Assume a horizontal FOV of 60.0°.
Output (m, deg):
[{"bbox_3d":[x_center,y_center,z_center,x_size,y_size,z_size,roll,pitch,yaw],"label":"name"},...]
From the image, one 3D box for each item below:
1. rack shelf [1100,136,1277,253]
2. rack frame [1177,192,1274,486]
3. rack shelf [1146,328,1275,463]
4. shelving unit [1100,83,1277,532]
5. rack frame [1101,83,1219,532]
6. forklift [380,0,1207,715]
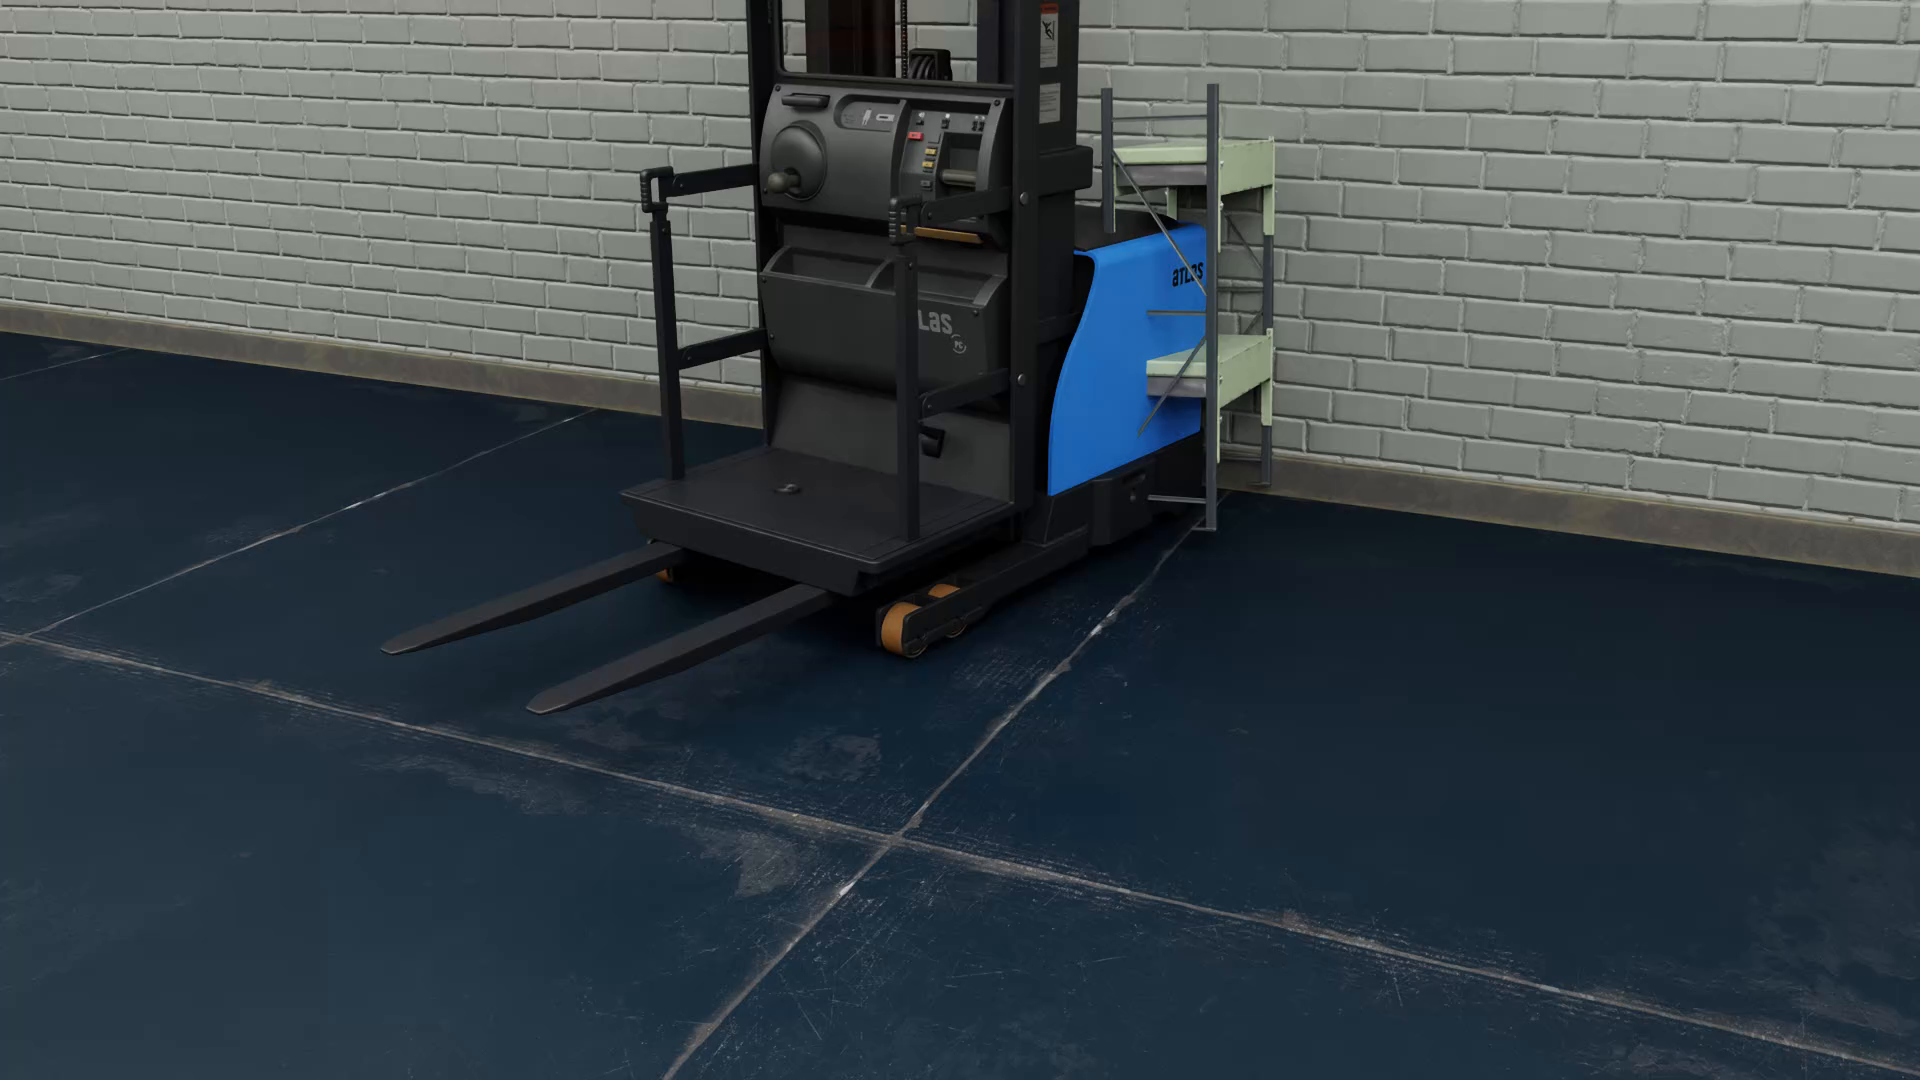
[{"bbox_3d":[0.822,-1.238,5.889,0.431,0.370,0.720,5,16,24],"label":"rack shelf"},{"bbox_3d":[0.989,-0.950,6.307,0.400,1.500,0.023,5,16,24],"label":"rack frame"},{"bbox_3d":[0.847,-0.545,6.070,0.431,0.370,0.720,5,16,24],"label":"rack shelf"},{"bbox_3d":[0.836,-0.861,5.987,0.431,1.500,0.755,5,16,24],"label":"shelving unit"},{"bbox_3d":[0.682,-0.771,5.667,0.400,1.500,0.023,5,16,24],"label":"rack frame"},{"bbox_3d":[-0.382,-1.213,5.007,1.130,2.935,3.031,14,24,35],"label":"forklift"}]
